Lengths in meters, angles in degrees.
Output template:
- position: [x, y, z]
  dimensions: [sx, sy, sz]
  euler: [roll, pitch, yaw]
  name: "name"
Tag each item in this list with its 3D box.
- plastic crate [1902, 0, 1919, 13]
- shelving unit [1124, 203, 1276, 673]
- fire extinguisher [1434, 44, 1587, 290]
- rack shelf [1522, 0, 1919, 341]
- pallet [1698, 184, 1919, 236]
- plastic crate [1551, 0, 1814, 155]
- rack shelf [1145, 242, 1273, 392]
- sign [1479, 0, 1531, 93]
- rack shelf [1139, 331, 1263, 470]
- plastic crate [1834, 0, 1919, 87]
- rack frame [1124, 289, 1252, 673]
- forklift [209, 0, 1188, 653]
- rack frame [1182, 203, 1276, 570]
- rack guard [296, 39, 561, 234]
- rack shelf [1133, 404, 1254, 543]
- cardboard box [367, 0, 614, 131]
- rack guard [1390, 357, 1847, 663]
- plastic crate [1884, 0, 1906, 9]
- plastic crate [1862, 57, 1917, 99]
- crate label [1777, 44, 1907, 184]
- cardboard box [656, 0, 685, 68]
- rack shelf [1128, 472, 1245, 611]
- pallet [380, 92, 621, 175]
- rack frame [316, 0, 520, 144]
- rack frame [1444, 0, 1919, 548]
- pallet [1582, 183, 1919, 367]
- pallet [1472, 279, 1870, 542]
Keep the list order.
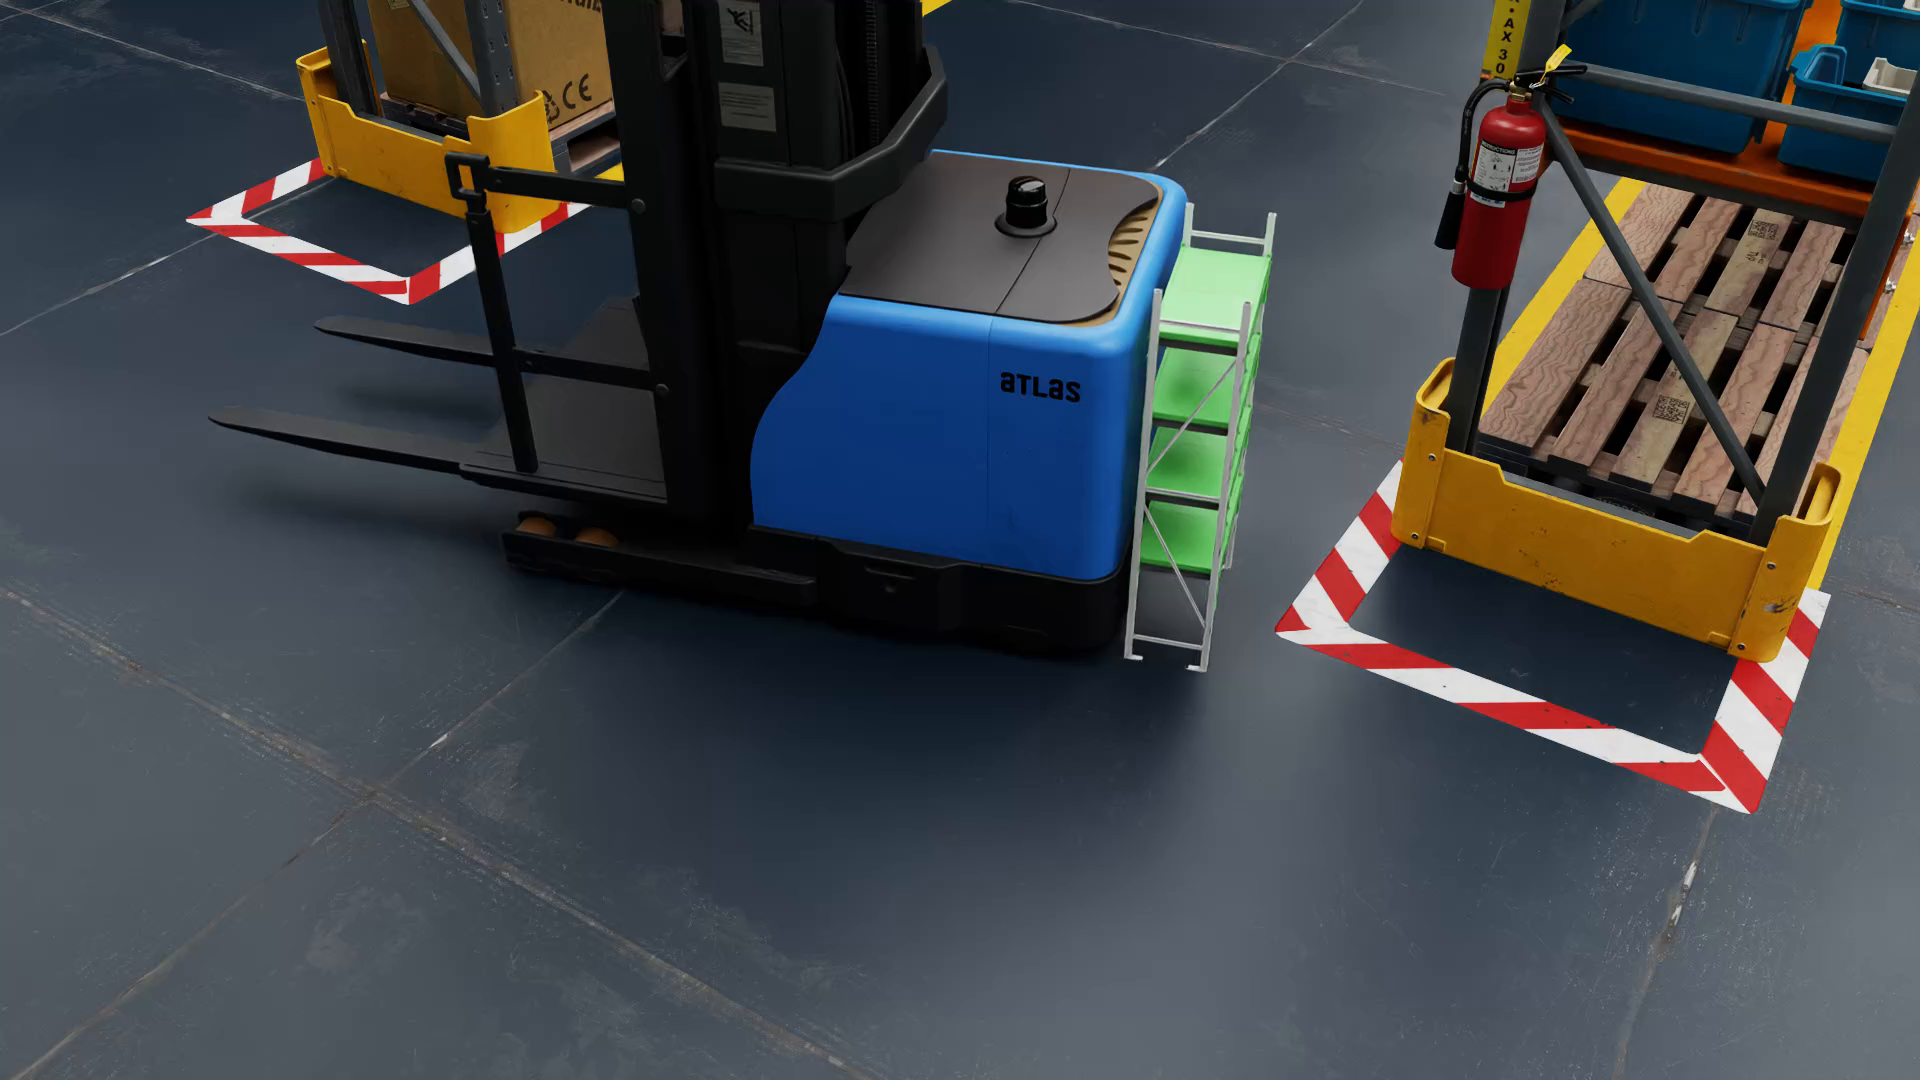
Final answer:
- position: [2.945, -1.541, 4.959]
  dimensions: [0.250, 0.136, 0.298]
  euler: [21, 42, 25]
  name: "plastic crate"
- position: [0.656, -0.262, 4.607]
  dimensions: [0.258, 1.200, 0.503]
  euler: [10, 39, 12]
  name: "shelving unit"
- position: [1.465, -1.007, 4.468]
  dimensions: [0.296, 0.674, 0.183]
  euler: [21, 42, 25]
  name: "fire extinguisher"
- position: [3.001, -1.860, 5.796]
  dimensions: [1.077, 0.370, 4.000]
  euler: [21, 42, 25]
  name: "rack shelf"
- position: [3.712, -1.680, 7.257]
  dimensions: [1.003, 0.211, 1.213]
  euler: [21, 42, 25]
  name: "pallet"
- position: [1.951, -1.386, 4.513]
  dimensions: [0.616, 0.435, 0.499]
  euler: [21, 42, 25]
  name: "plastic crate"
- position: [0.656, -0.591, 4.353]
  dimensions: [0.258, 0.148, 0.480]
  euler: [10, 39, 12]
  name: "rack shelf"
- position: [1.457, -1.350, 4.411]
  dimensions: [0.100, 0.325, 0.005]
  euler: [21, 42, 25]
  name: "sign"
- position: [0.656, -0.401, 4.499]
  dimensions: [0.258, 0.148, 0.480]
  euler: [10, 39, 12]
  name: "rack shelf"
- position: [2.693, -1.431, 4.737]
  dimensions: [0.416, 0.233, 0.300]
  euler: [21, 42, 25]
  name: "plastic crate"
- position: [0.591, -0.118, 4.420]
  dimensions: [0.240, 1.200, 0.015]
  euler: [10, 39, 12]
  name: "rack frame"
- position: [-0.896, -1.333, 4.578]
  dimensions: [3.031, 2.935, 1.130]
  euler: [10, 39, 12]
  name: "forklift"
- position: [0.720, -0.406, 4.793]
  dimensions: [0.240, 1.200, 0.015]
  euler: [10, 39, 12]
  name: "rack frame"
- position: [-2.265, -1.732, 7.087]
  dimensions: [1.175, 0.500, 0.348]
  euler: [21, 42, 25]
  name: "rack guard"
- position: [0.656, -0.211, 4.646]
  dimensions: [0.258, 0.148, 0.480]
  euler: [10, 39, 12]
  name: "rack shelf"
- position: [-1.977, -2.415, 7.323]
  dimensions: [0.875, 0.875, 0.875]
  euler: [21, 42, 25]
  name: "cardboard box"
- position: [1.928, -0.108, 4.980]
  dimensions: [1.175, 0.500, 0.348]
  euler: [21, 42, 25]
  name: "rack guard"
- position: [3.045, -1.770, 5.177]
  dimensions: [0.416, 0.233, 0.300]
  euler: [21, 42, 25]
  name: "plastic crate"
- position: [2.582, -1.191, 4.506]
  dimensions: [0.250, 0.136, 0.298]
  euler: [21, 42, 25]
  name: "plastic crate"
- position: [2.340, -1.091, 4.297]
  dimensions: [0.416, 0.233, 0.303]
  euler: [21, 42, 25]
  name: "crate label"
- position: [-1.490, -2.884, 7.931]
  dimensions: [0.875, 0.875, 0.875]
  euler: [21, 42, 25]
  name: "cardboard box"
- position: [0.656, -0.021, 4.792]
  dimensions: [0.258, 0.148, 0.480]
  euler: [10, 39, 12]
  name: "rack shelf"
- position: [-1.890, -2.068, 7.759]
  dimensions: [1.003, 0.211, 1.213]
  euler: [21, 42, 25]
  name: "pallet"
- position: [-2.252, -2.734, 6.340]
  dimensions: [1.000, 3.000, 0.127]
  euler: [21, 42, 25]
  name: "rack frame"
- position: [1.930, -1.114, 4.239]
  dimensions: [1.000, 3.000, 0.127]
  euler: [21, 42, 25]
  name: "rack frame"
- position: [3.059, -1.049, 6.438]
  dimensions: [1.003, 0.211, 1.213]
  euler: [21, 42, 25]
  name: "pallet"
- position: [2.404, -0.422, 5.625]
  dimensions: [1.003, 0.211, 1.213]
  euler: [21, 42, 25]
  name: "pallet"
